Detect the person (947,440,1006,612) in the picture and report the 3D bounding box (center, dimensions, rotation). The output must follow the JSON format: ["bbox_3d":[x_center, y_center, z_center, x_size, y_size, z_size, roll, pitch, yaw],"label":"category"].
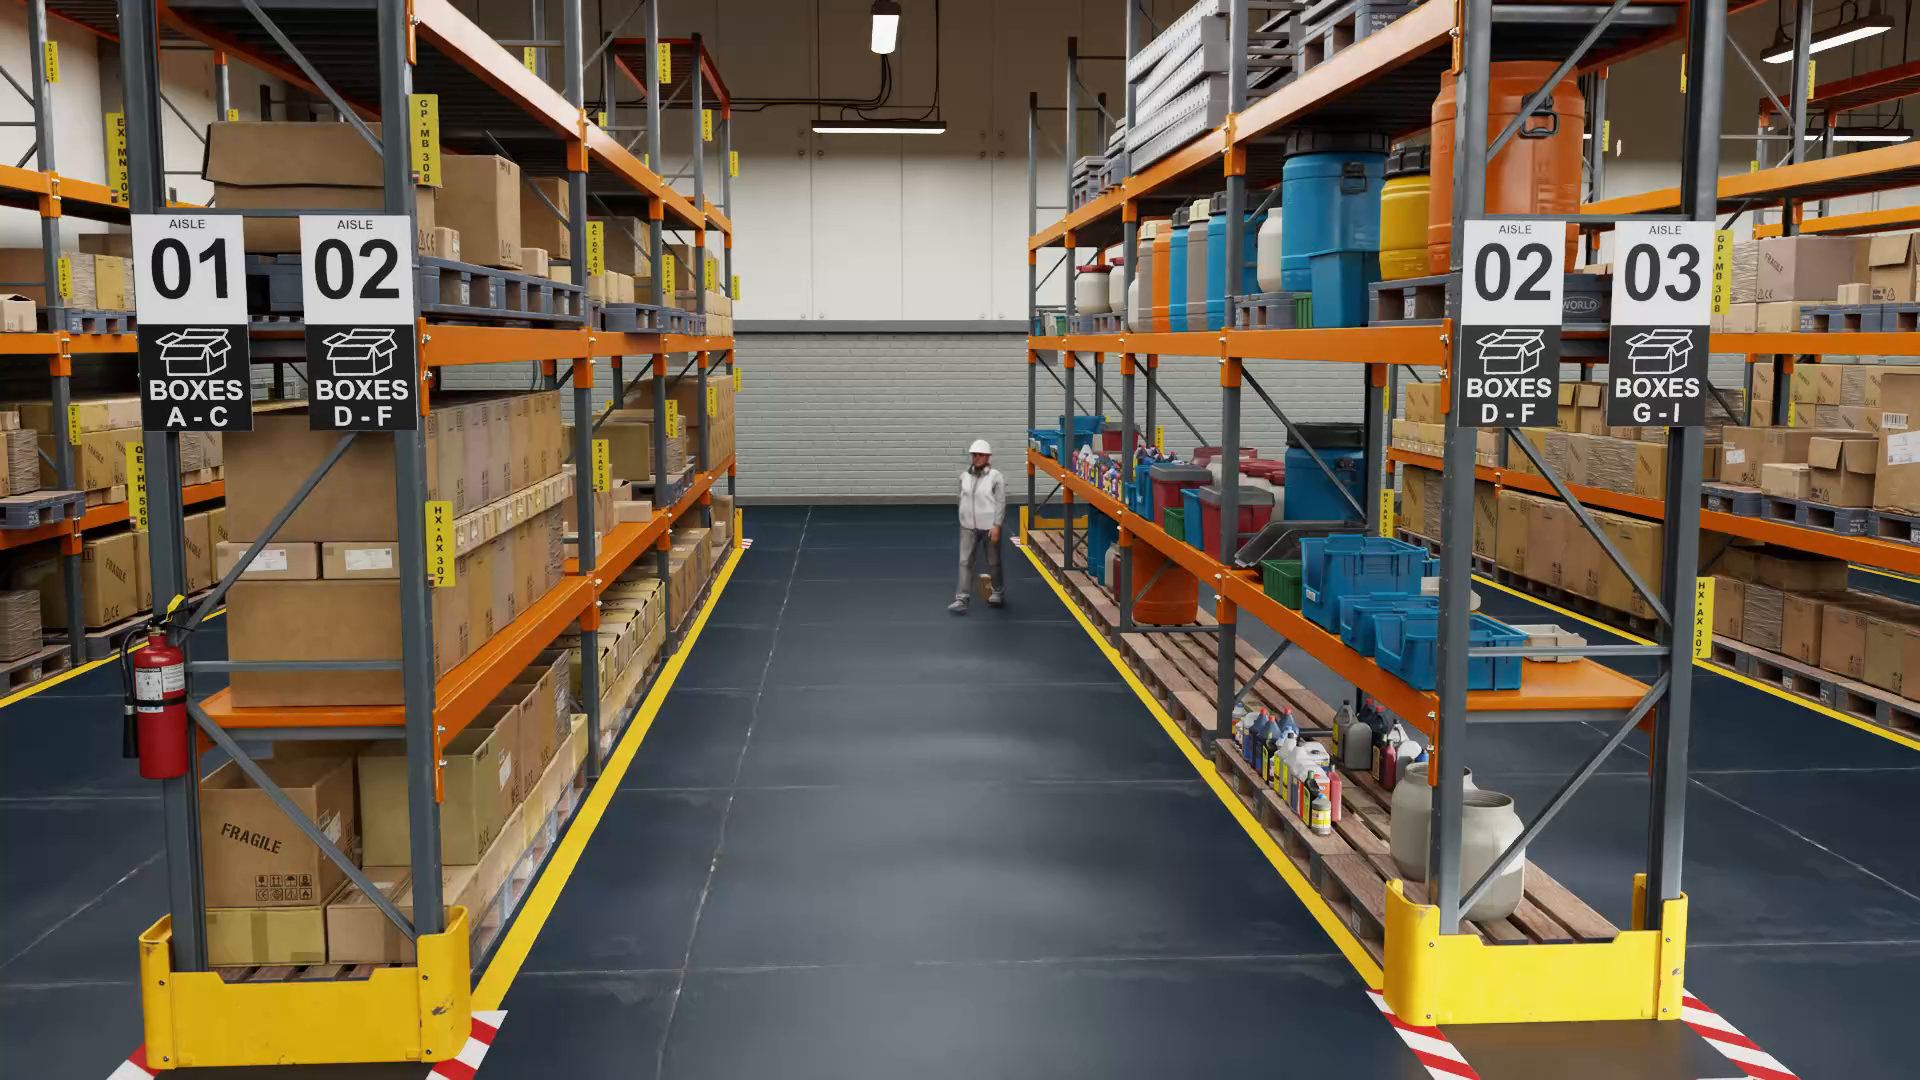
[{"bbox_3d":[0.201,-0.153,16.885,0.566,1.722,1.021,3,7,21],"label":"person"}]
